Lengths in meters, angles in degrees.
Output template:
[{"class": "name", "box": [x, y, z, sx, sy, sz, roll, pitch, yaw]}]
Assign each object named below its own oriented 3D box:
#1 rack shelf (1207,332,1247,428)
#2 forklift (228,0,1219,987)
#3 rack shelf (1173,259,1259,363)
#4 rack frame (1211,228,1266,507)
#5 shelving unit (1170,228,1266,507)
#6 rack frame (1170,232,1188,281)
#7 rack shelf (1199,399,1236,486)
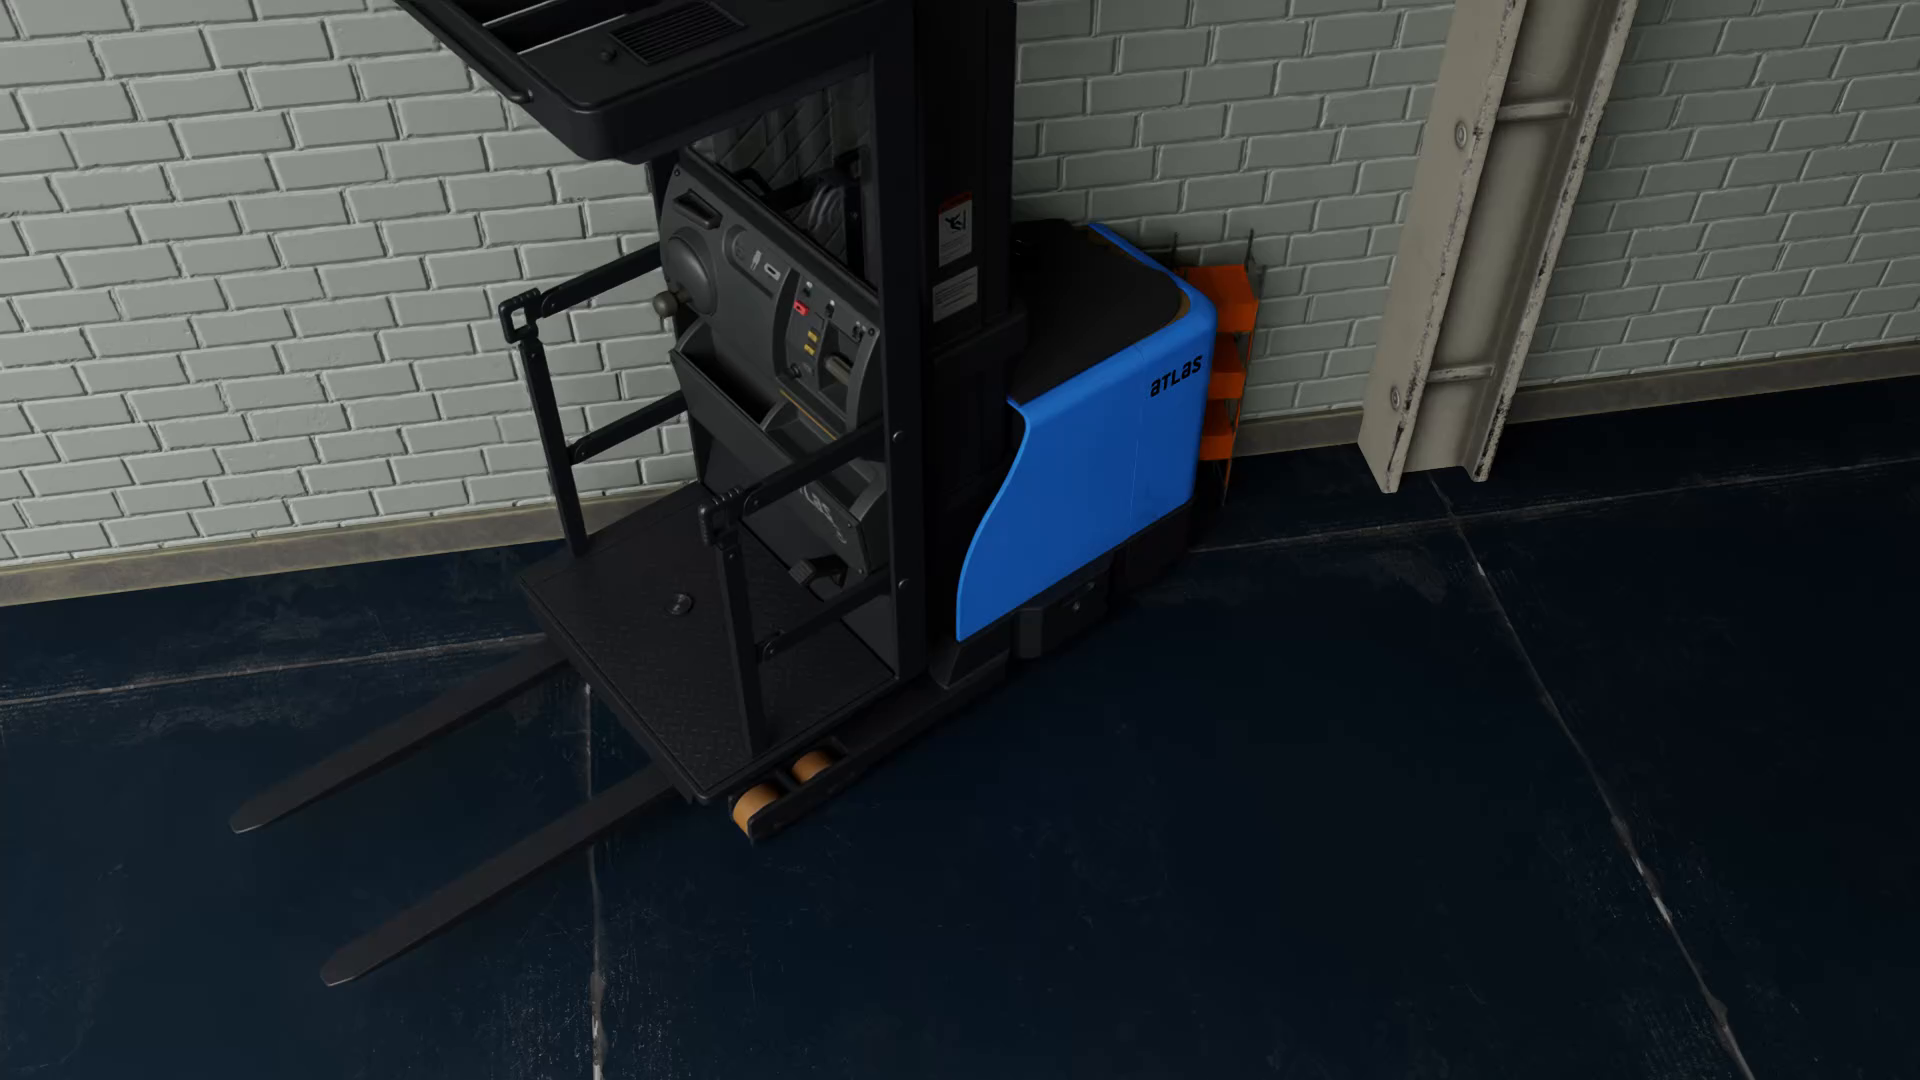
[{"class": "rack shelf", "box": [0.801, -0.534, 5.547, 0.240, 0.259, 0.215, -3, 47, -4]}, {"class": "forklift", "box": [-0.675, -0.572, 4.266, 3.031, 2.935, 1.130, -30, 53, -26]}, {"class": "rack shelf", "box": [0.804, -0.728, 5.341, 0.240, 0.259, 0.215, -3, 47, -4]}, {"class": "rack frame", "box": [0.923, -0.548, 5.547, 0.008, 1.050, 0.200, -3, 47, -4]}, {"class": "shelving unit", "box": [0.801, -0.541, 5.539, 0.252, 1.050, 0.215, -3, 47, -4]}, {"class": "rack frame", "box": [0.680, -0.534, 5.531, 0.008, 1.050, 0.200, -3, 47, -4]}, {"class": "rack shelf", "box": [0.799, -0.343, 5.749, 0.240, 0.259, 0.215, -3, 47, -4]}]
